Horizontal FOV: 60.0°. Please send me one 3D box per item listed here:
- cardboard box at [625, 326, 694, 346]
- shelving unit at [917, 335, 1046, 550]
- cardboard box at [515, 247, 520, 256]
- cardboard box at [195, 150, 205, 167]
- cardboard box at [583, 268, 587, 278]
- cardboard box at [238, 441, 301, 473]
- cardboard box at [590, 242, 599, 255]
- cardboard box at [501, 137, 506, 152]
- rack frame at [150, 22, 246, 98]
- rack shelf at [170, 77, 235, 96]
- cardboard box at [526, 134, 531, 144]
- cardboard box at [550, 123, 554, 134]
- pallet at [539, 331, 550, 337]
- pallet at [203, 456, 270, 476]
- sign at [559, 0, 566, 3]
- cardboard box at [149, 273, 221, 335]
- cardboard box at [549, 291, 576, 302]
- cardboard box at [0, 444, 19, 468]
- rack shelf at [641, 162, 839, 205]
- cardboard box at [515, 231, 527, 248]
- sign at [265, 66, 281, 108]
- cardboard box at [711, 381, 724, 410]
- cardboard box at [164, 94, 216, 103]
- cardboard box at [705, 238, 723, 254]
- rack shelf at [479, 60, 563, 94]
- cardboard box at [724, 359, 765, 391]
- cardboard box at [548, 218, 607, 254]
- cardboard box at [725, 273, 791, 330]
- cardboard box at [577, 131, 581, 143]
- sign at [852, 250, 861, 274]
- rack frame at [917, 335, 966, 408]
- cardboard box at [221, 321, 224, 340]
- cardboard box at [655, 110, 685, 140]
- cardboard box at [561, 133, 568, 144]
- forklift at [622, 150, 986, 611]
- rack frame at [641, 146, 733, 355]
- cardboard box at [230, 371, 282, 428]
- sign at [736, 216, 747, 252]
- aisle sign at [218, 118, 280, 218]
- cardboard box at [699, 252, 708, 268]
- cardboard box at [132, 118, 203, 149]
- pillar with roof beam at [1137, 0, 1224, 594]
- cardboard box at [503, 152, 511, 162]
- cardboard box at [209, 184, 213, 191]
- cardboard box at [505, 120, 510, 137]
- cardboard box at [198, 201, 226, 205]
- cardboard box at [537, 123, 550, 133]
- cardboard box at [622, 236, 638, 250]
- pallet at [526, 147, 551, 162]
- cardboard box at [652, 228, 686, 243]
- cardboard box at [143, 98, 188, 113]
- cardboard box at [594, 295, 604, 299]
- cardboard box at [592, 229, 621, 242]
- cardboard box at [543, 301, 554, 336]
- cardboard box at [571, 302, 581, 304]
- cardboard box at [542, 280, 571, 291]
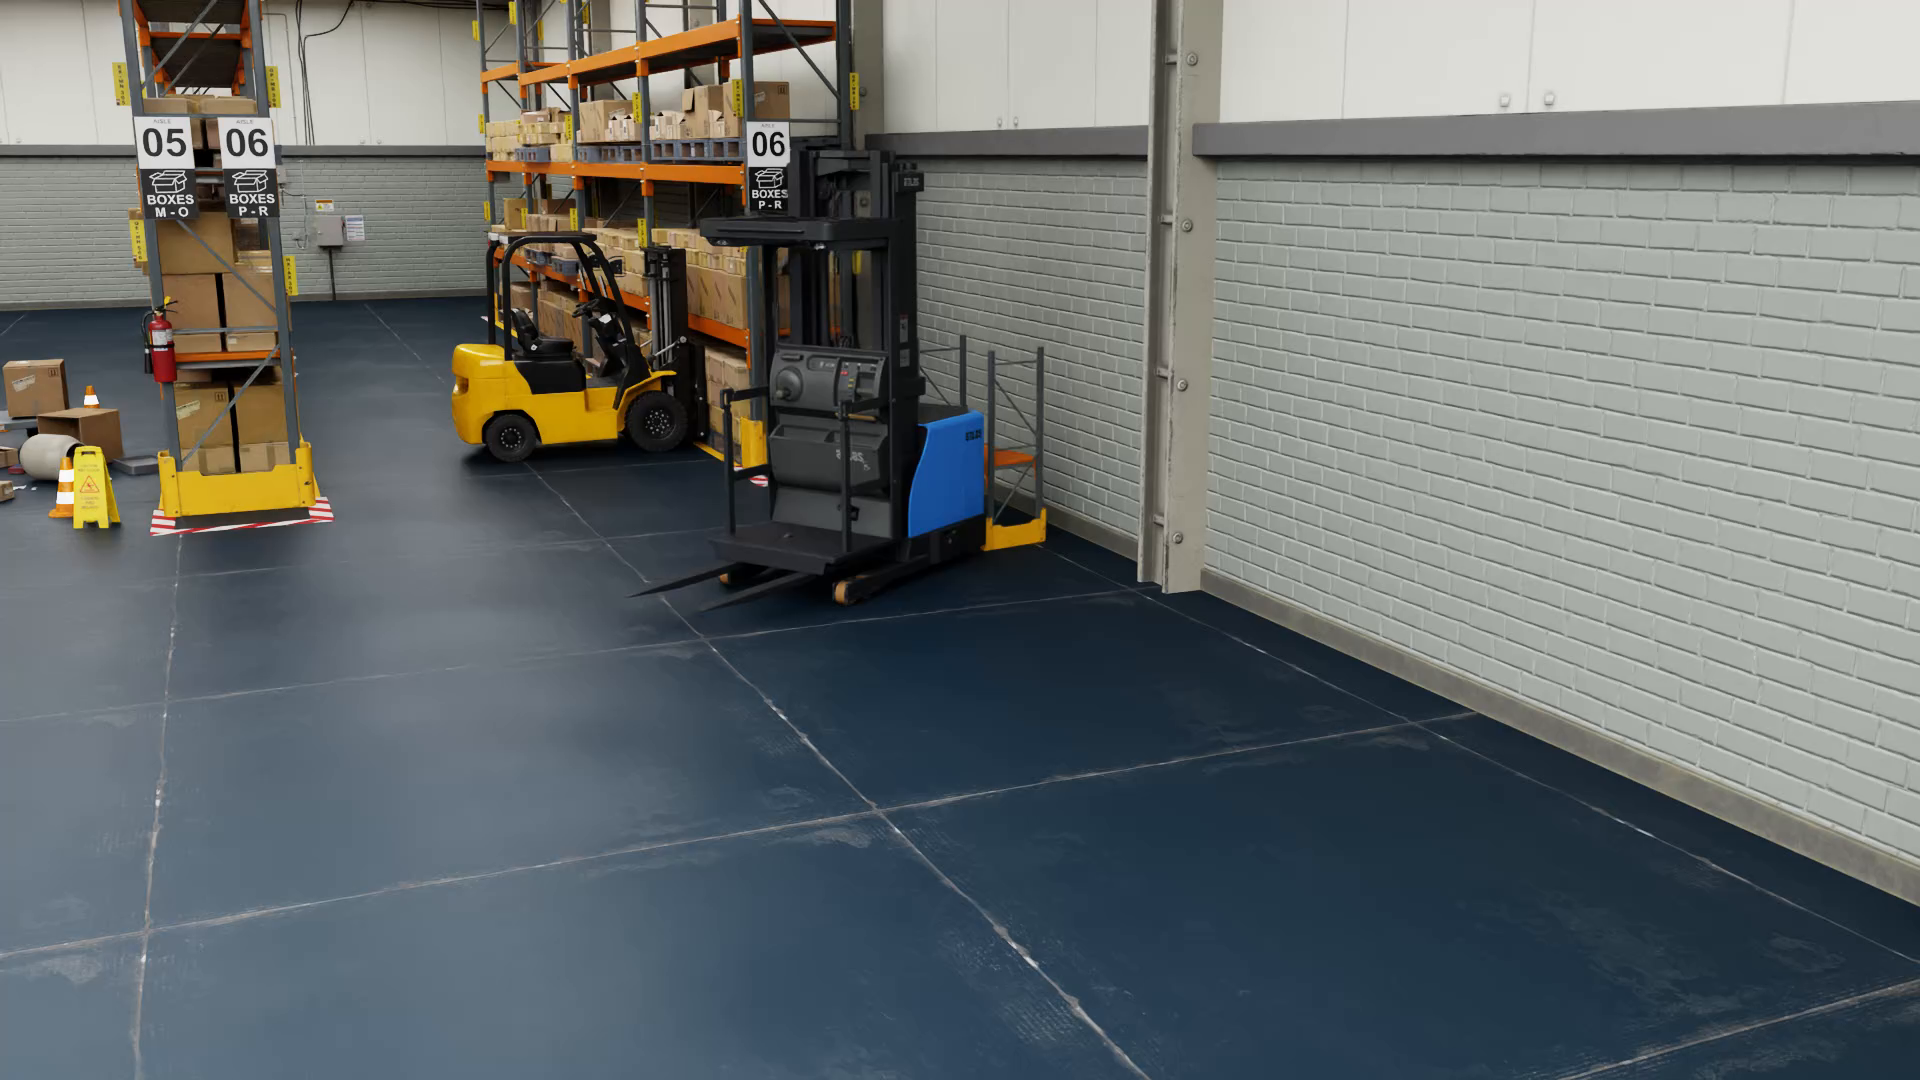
[{"bbox_3d":[-3.618,-2.307,20.521,0.875,0.625,0.625,-6,14,-24],"label":"cardboard box"},{"bbox_3d":[0.122,-0.787,12.946,0.587,1.500,1.083,-9,16,-34],"label":"shelving unit"},{"bbox_3d":[-7.117,-4.775,27.408,0.380,0.149,0.250,-6,14,-24],"label":"cardboard box"},{"bbox_3d":[-6.683,-3.268,14.244,0.380,0.149,0.250,-6,14,-23],"label":"cardboard box"},{"bbox_3d":[-4.743,-3.631,22.240,0.500,0.250,0.500,-6,14,-23],"label":"cardboard box"},{"bbox_3d":[-6.108,-0.773,14.724,0.500,0.250,0.500,-6,14,-23],"label":"cardboard box"},{"bbox_3d":[-4.543,-3.771,21.736,0.500,0.250,0.500,-5,14,-21],"label":"cardboard box"},{"bbox_3d":[-7.330,-6.573,27.638,0.500,0.250,0.500,-6,14,-24],"label":"cardboard box"},{"bbox_3d":[-9.243,-6.292,20.098,1.000,3.000,0.127,-6,14,-23],"label":"rack frame"},{"bbox_3d":[-11.647,-6.986,25.580,1.077,0.370,4.000,-6,14,-23],"label":"rack shelf"},{"bbox_3d":[-6.258,-5.979,24.803,0.380,0.149,0.250,-5,14,-22],"label":"cardboard box"},{"bbox_3d":[-5.625,-5.858,23.664,0.380,0.149,0.250,-6,14,-23],"label":"cardboard box"},{"bbox_3d":[-5.939,-3.121,25.888,1.003,0.211,1.213,-6,14,-23],"label":"pallet"},{"bbox_3d":[-6.362,-0.544,14.754,1.003,0.211,1.213,-6,14,-23],"label":"pallet"},{"bbox_3d":[-5.190,-7.184,21.703,0.100,0.325,0.005,-6,14,-23],"label":"sign"},{"bbox_3d":[-6.509,-1.997,13.965,0.500,0.500,0.500,-6,14,-24],"label":"cardboard box"},{"bbox_3d":[-6.104,-3.747,25.581,0.380,0.149,0.250,-6,15,-26],"label":"cardboard box"},{"bbox_3d":[-9.281,-0.848,15.947,0.396,0.266,0.258,6,14,26],"label":"cardboard box"},{"bbox_3d":[-2.293,-3.689,17.102,1.077,0.370,4.000,-6,14,-23],"label":"rack shelf"},{"bbox_3d":[-6.941,-4.902,27.070,0.500,0.250,0.500,-6,14,-23],"label":"cardboard box"},{"bbox_3d":[-5.542,-3.652,13.408,0.100,0.325,0.005,-6,14,-23],"label":"sign"},{"bbox_3d":[-2.165,-1.451,16.544,0.500,0.250,0.500,-6,14,-24],"label":"cardboard box"},{"bbox_3d":[-7.990,-4.487,17.246,0.500,0.250,0.500,-5,14,-22],"label":"cardboard box"},{"bbox_3d":[-2.323,-2.932,16.564,0.380,0.149,0.250,-5,14,-22],"label":"cardboard box"},{"bbox_3d":[-7.100,-7.628,27.476,1.077,0.370,4.000,-6,14,-23],"label":"rack shelf"},{"bbox_3d":[-1.962,-1.584,16.013,0.500,0.250,0.500,-5,14,-21],"label":"cardboard box"},{"bbox_3d":[-5.520,-4.394,24.041,0.797,0.503,0.637,-6,14,-24],"label":"cardboard box"},{"bbox_3d":[-1.930,-2.292,15.899,0.500,0.500,0.500,-6,14,-24],"label":"cardboard box"},{"bbox_3d":[-4.835,-5.320,21.914,0.380,0.166,0.250,-6,14,-23],"label":"cardboard box"},{"bbox_3d":[-0.981,-2.675,15.678,0.100,0.325,0.005,-6,14,-23],"label":"sign"},{"bbox_3d":[-0.164,-0.880,13.345,0.500,1.500,0.032,-9,16,-34],"label":"rack frame"},{"bbox_3d":[-6.775,-1.865,14.833,0.380,0.149,0.250,-5,14,-22],"label":"cardboard box"},{"bbox_3d":[-2.984,-4.469,17.919,0.500,0.311,0.500,-5,14,-22],"label":"cardboard box"},{"bbox_3d":[-5.367,-5.612,23.259,0.380,0.149,0.250,-6,14,-23],"label":"cardboard box"},{"bbox_3d":[-1.021,-1.114,11.184,1.130,2.935,3.031,8,15,31],"label":"forklift"},{"bbox_3d":[-3.094,-2.992,19.144,1.000,3.000,0.127,-6,14,-23],"label":"rack frame"},{"bbox_3d":[-6.332,-1.251,15.125,0.500,0.500,0.500,-6,14,-25],"label":"cardboard box"},{"bbox_3d":[-1.995,-2.799,15.217,0.100,0.325,0.005,-6,14,-23],"label":"sign"},{"bbox_3d":[-5.730,-2.998,13.405,0.394,0.787,0.004,-6,14,-23],"label":"aisle sign"},{"bbox_3d":[-2.424,-2.839,16.825,0.380,0.149,0.250,-6,14,-23],"label":"cardboard box"},{"bbox_3d":[-6.491,-3.331,13.630,0.500,0.250,0.500,-6,14,-24],"label":"cardboard box"},{"bbox_3d":[-2.486,-3.685,8.834,9.100,9.000,0.400,-6,14,-23],"label":"pillar with roof beam"},{"bbox_3d":[-7.357,-6.347,27.544,0.380,0.149,0.250,-5,14,-22],"label":"cardboard box"},{"bbox_3d":[-12.389,-5.728,27.087,0.380,0.149,0.250,-5,14,-22],"label":"cardboard box"},{"bbox_3d":[-7.128,-6.713,27.136,0.500,0.250,0.500,-5,14,-22],"label":"cardboard box"},{"bbox_3d":[-7.663,-3.113,16.569,0.700,0.500,0.500,-6,14,-24],"label":"cardboard box"},{"bbox_3d":[-5.911,-5.968,24.094,0.380,0.149,0.250,-6,14,-23],"label":"cardboard box"},{"bbox_3d":[-3.831,-3.556,19.923,0.380,0.149,0.250,-6,14,-25],"label":"cardboard box"},{"bbox_3d":[-5.684,-5.659,24.434,1.213,0.211,1.003,-6,14,-23],"label":"pallet"},{"bbox_3d":[-3.239,-3.409,18.626,0.380,0.149,0.250,-5,14,-22],"label":"cardboard box"},{"bbox_3d":[-6.445,-3.487,13.420,0.380,0.149,0.250,-5,14,-22],"label":"cardboard box"},{"bbox_3d":[-5.256,-3.579,24.854,0.380,0.149,0.250,-6,14,-25],"label":"cardboard box"},{"bbox_3d":[-4.604,-3.985,21.774,0.380,0.149,0.250,-5,14,-21],"label":"cardboard box"},{"bbox_3d":[-6.089,-3.402,25.529,0.500,0.500,0.500,-6,14,-24],"label":"cardboard box"},{"bbox_3d":[-5.329,-3.312,23.702,0.380,0.149,0.250,-6,14,-25],"label":"cardboard box"},{"bbox_3d":[-6.251,-3.945,25.776,0.380,0.149,0.250,-6,14,-26],"label":"cardboard box"}]
